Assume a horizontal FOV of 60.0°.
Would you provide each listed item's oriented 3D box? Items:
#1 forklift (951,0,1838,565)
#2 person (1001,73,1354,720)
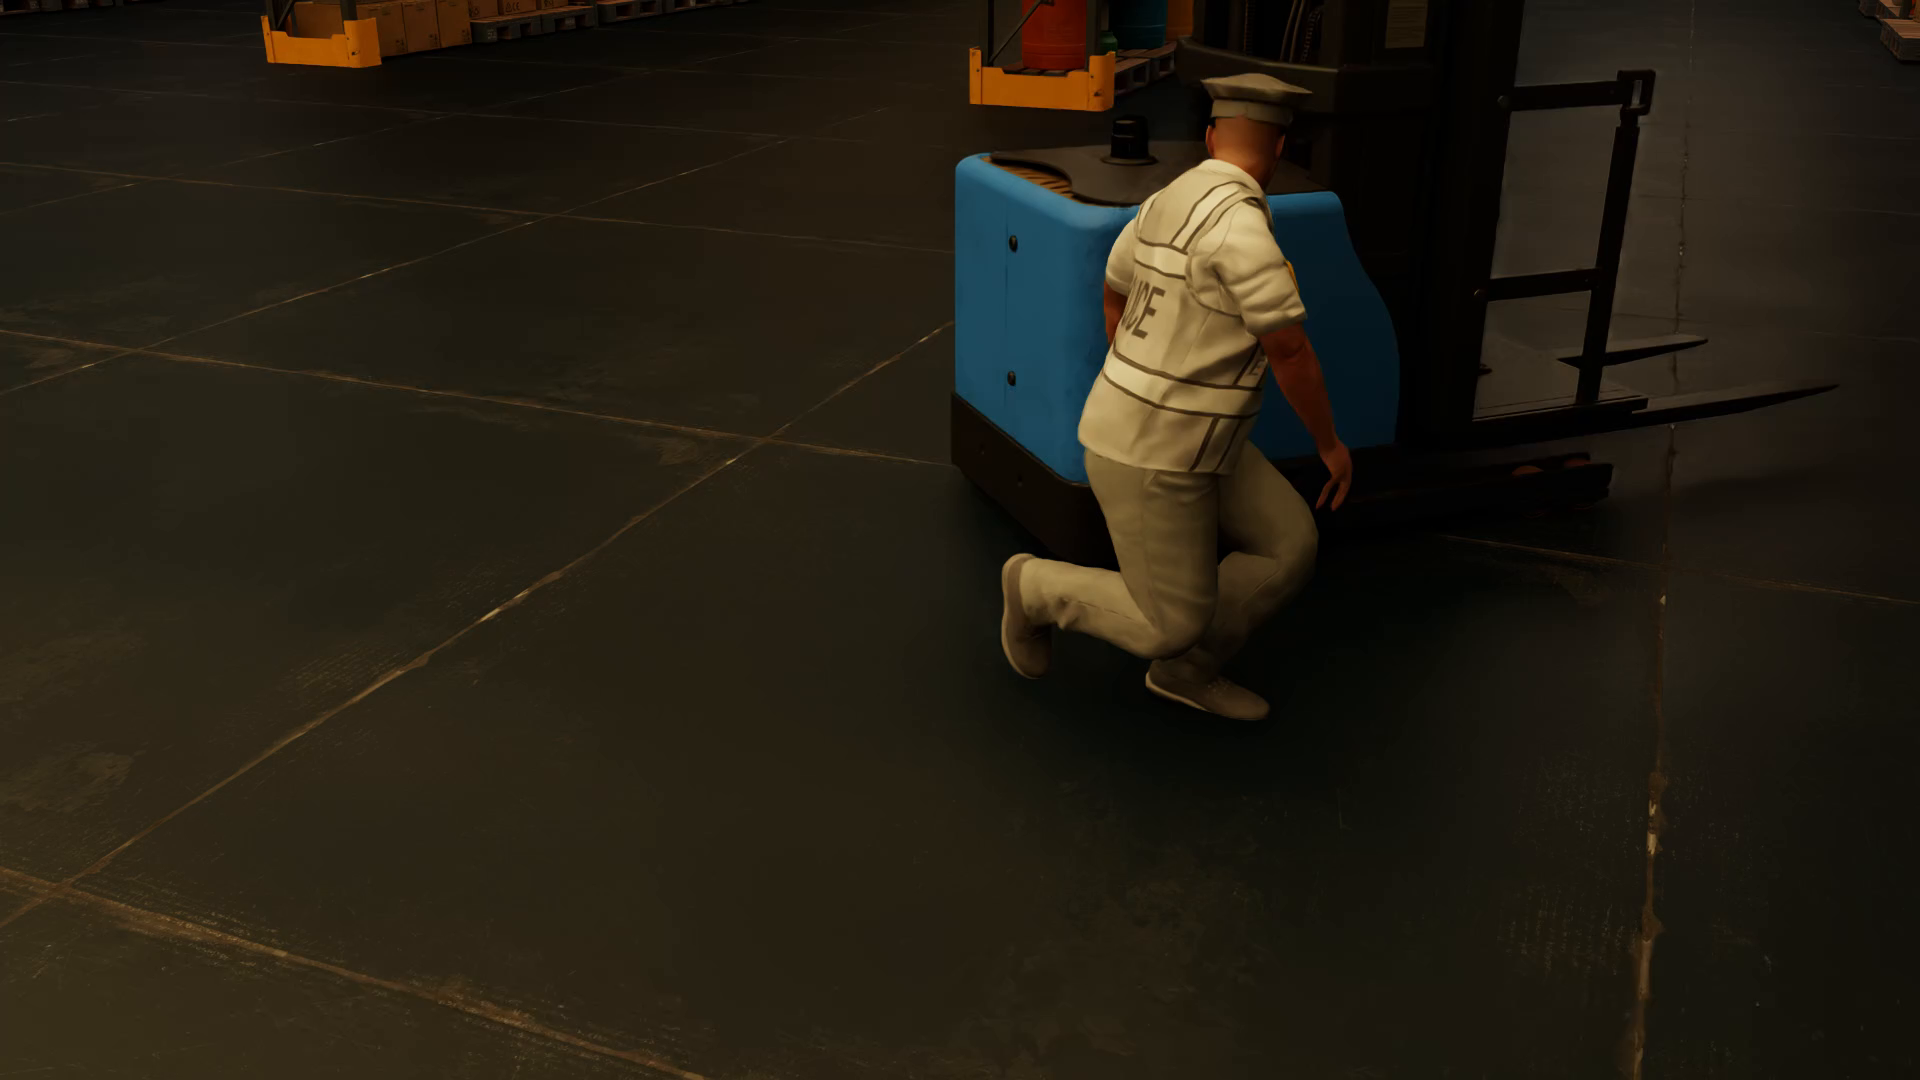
[{"bbox_3d":[1.540,-1.601,5.122,3.031,2.935,1.130,-8,24,-19],"label":"forklift"},{"bbox_3d":[0.513,-0.306,3.912,0.830,1.531,0.654,6,23,14],"label":"person"}]
